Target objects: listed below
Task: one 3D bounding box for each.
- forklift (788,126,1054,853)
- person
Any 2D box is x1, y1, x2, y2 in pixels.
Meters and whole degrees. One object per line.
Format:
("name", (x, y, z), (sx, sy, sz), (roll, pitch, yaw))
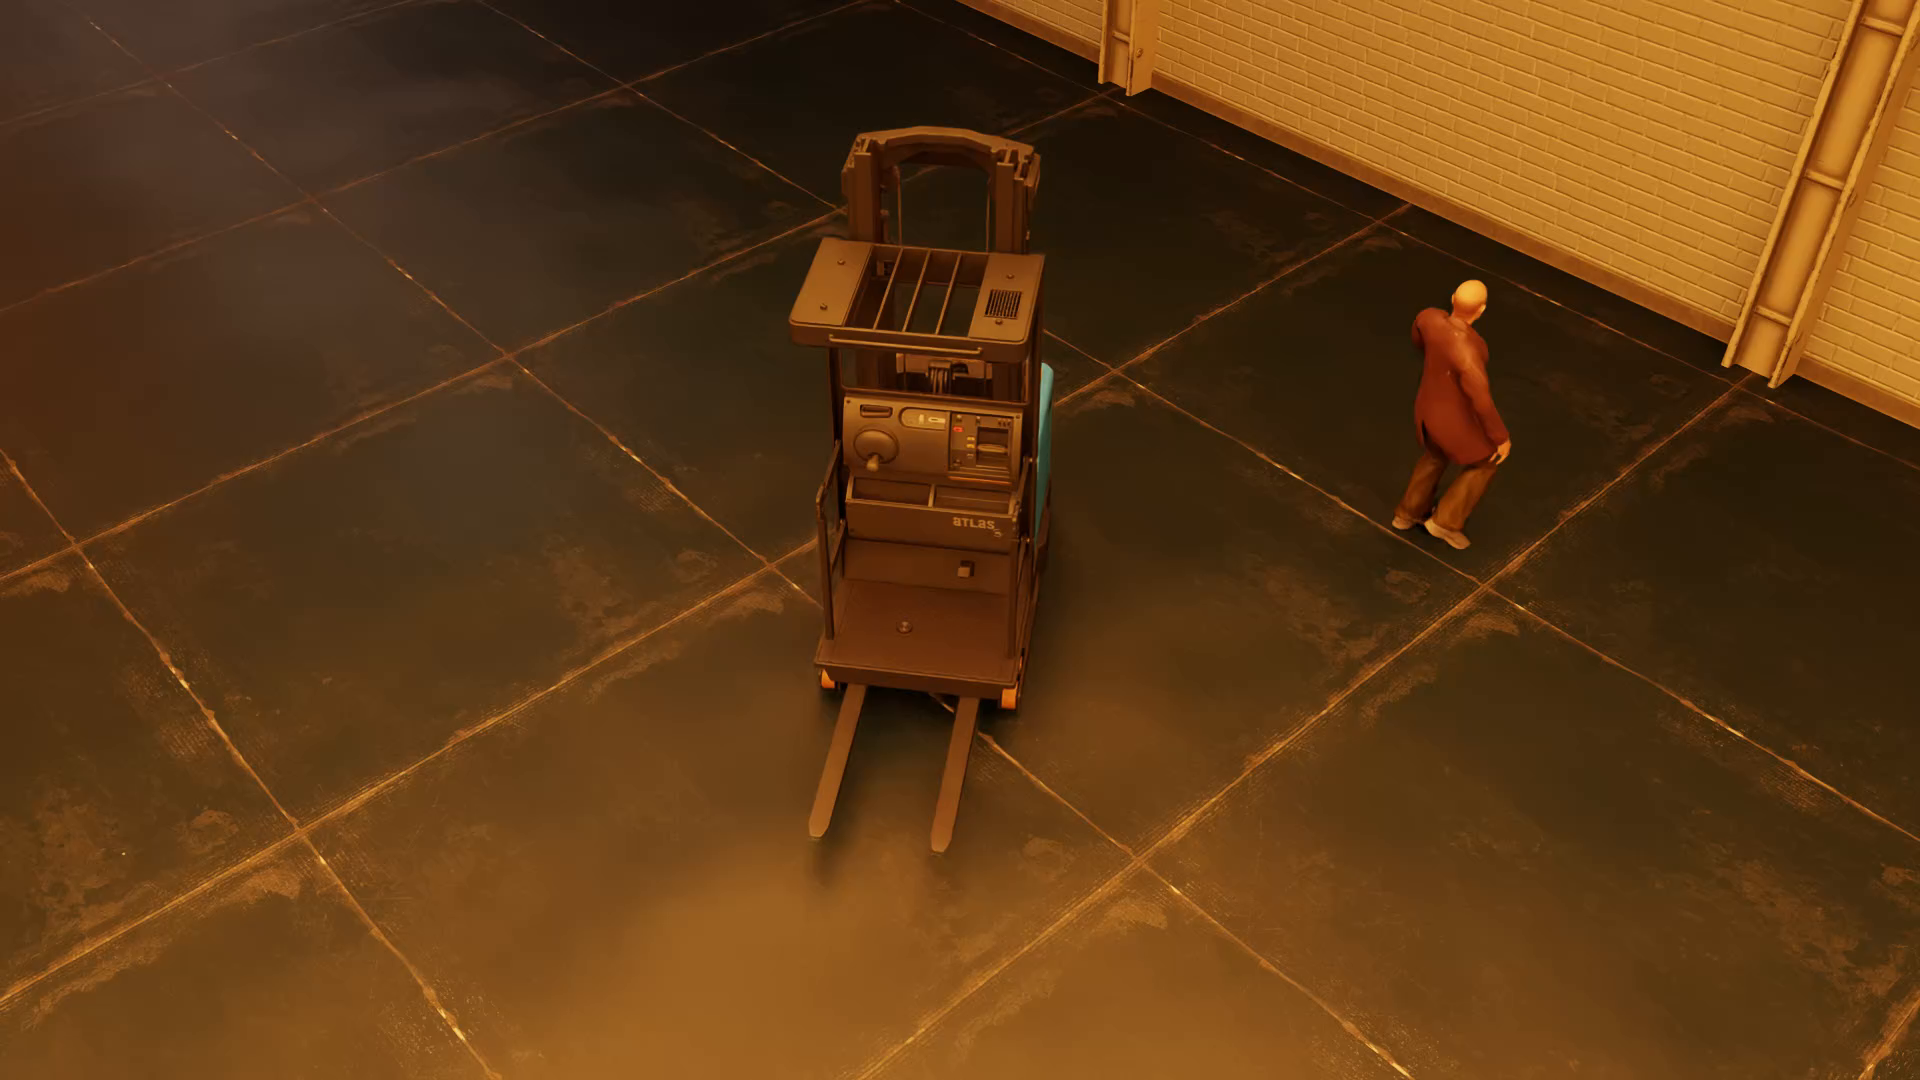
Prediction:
("forklift", (-0.174, -0.439, 8.417), (1.130, 2.935, 3.031), (6, 41, 7))
("person", (2.876, -0.746, 9.708), (0.486, 1.792, 0.917), (-10, 42, -11))
